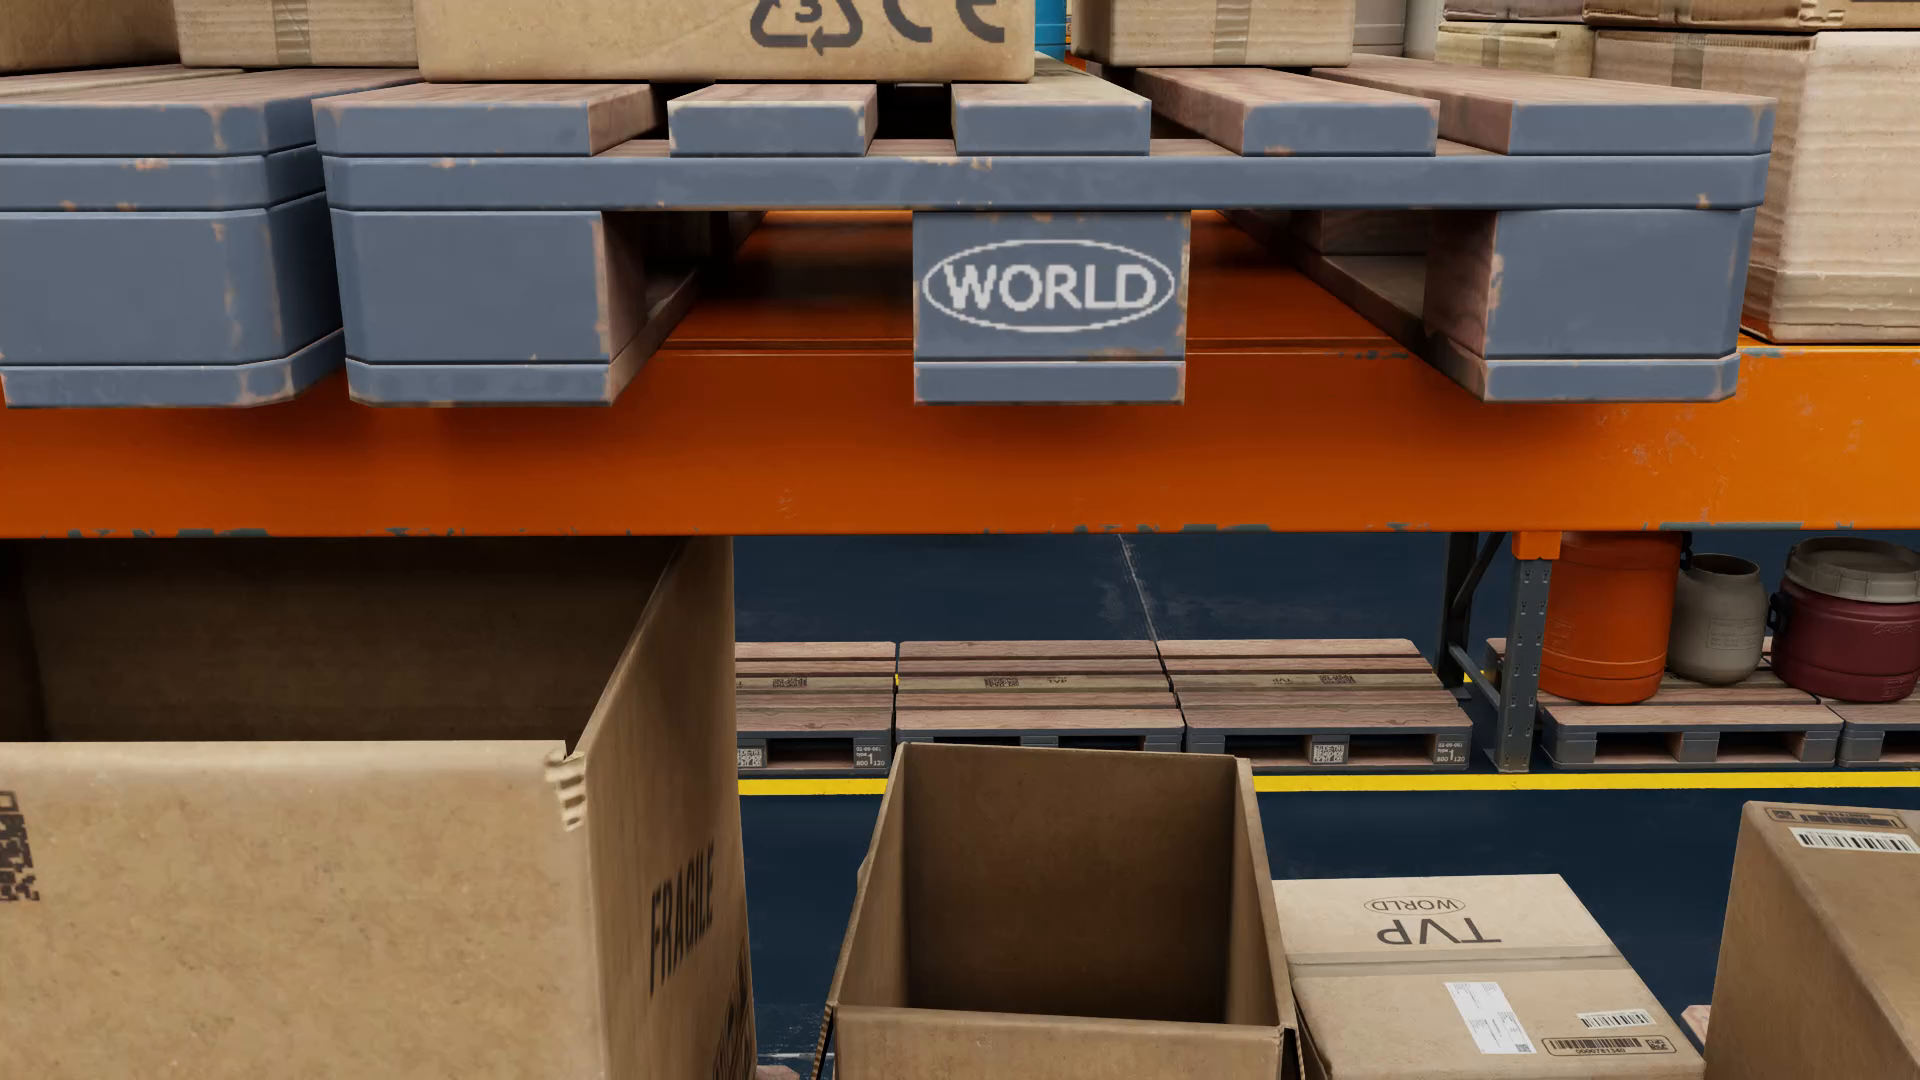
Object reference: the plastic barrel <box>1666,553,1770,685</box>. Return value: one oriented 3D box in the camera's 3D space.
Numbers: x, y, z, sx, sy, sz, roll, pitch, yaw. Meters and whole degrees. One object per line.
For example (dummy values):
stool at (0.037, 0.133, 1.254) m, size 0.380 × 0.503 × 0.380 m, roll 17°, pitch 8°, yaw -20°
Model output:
plastic barrel at (3.370, 0.351, 7.428) m, size 0.421 × 0.512 × 0.421 m, roll 0°, pitch 18°, yaw 0°

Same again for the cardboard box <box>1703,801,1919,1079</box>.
cardboard box at (1.300, 0.717, 2.050) m, size 0.500 × 0.500 × 0.700 m, roll 2°, pitch 18°, yaw 7°

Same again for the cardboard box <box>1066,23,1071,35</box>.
cardboard box at (0.864, -5.131, 16.019) m, size 0.637 × 0.503 × 0.797 m, roll 2°, pitch 18°, yaw 7°

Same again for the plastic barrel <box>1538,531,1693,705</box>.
plastic barrel at (2.807, 0.230, 7.286) m, size 0.708 × 0.830 × 0.600 m, roll 0°, pitch 18°, yaw -1°

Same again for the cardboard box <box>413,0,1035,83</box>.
cardboard box at (-0.190, -0.718, 1.609) m, size 0.637 × 0.503 × 0.797 m, roll 0°, pitch 18°, yaw 1°

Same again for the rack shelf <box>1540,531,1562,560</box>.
rack shelf at (4.317, -0.263, 7.135) m, size 4.000 × 0.370 × 1.077 m, roll 0°, pitch 18°, yaw -1°

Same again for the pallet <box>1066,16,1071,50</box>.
pallet at (0.448, -3.411, 11.167) m, size 1.213 × 0.211 × 1.003 m, roll 1°, pitch 18°, yaw 2°

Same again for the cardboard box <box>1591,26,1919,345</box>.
cardboard box at (0.926, -0.355, 1.578) m, size 0.500 × 0.250 × 0.500 m, roll 0°, pitch 18°, yaw 1°

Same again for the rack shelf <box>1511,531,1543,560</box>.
rack shelf at (0.318, -0.244, 7.075) m, size 4.000 × 0.370 × 1.077 m, roll 0°, pitch 18°, yaw -1°

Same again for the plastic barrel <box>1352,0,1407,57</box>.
plastic barrel at (1.493, -2.325, 6.655) m, size 0.600 × 0.901 × 0.600 m, roll 0°, pitch 18°, yaw 0°

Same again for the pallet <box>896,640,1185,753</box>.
pallet at (0.326, 0.729, 7.431) m, size 1.213 × 0.211 × 1.003 m, roll 0°, pitch 18°, yaw -1°

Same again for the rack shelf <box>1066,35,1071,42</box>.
rack shelf at (0.162, -4.698, 16.049) m, size 4.000 × 0.370 × 1.077 m, roll 0°, pitch 18°, yaw -1°

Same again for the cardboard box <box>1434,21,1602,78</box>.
cardboard box at (0.895, -0.508, 2.055) m, size 0.500 × 0.250 × 0.500 m, roll 0°, pitch 18°, yaw 0°

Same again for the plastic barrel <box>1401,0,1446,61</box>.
plastic barrel at (2.002, -2.170, 6.807) m, size 0.421 × 0.512 × 0.421 m, roll 0°, pitch 18°, yaw 0°

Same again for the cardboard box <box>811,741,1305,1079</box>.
cardboard box at (0.128, 0.650, 2.254) m, size 0.637 × 0.503 × 0.797 m, roll 2°, pitch 18°, yaw 5°

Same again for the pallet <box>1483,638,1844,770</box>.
pallet at (3.105, 0.715, 7.473) m, size 1.213 × 0.211 × 1.003 m, roll 0°, pitch 18°, yaw -1°

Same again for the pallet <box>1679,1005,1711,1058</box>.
pallet at (1.685, 1.044, 2.197) m, size 1.003 × 0.211 × 1.213 m, roll 0°, pitch 18°, yaw -1°

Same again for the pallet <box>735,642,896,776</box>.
pallet at (-0.897, 0.735, 7.410) m, size 1.213 × 0.211 × 1.003 m, roll 0°, pitch 18°, yaw -1°

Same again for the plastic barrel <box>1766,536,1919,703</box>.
plastic barrel at (3.936, 0.339, 7.340) m, size 0.708 × 0.588 × 0.600 m, roll 0°, pitch 18°, yaw -1°

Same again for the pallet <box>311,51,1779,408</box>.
pallet at (0.052, -0.379, 1.716) m, size 1.003 × 0.211 × 1.213 m, roll 0°, pitch 18°, yaw -1°

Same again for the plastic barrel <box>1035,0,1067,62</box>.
plastic barrel at (0.131, -2.319, 6.634) m, size 0.708 × 0.901 × 0.600 m, roll 0°, pitch 18°, yaw -1°

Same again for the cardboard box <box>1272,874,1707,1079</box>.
cardboard box at (0.716, 0.726, 2.432) m, size 0.500 × 0.250 × 0.500 m, roll -1°, pitch 18°, yaw -2°

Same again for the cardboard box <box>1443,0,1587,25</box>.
cardboard box at (0.912, -0.868, 1.949) m, size 0.500 × 0.500 × 0.500 m, roll -1°, pitch 18°, yaw -2°

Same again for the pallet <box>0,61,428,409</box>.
pallet at (-0.985, -0.373, 1.698) m, size 1.003 × 0.211 × 1.213 m, roll 0°, pitch 18°, yaw -1°

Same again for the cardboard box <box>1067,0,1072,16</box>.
cardboard box at (0.694, -3.639, 11.129) m, size 0.500 × 0.250 × 0.500 m, roll -1°, pitch 18°, yaw -2°

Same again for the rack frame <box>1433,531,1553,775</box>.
rack frame at (2.318, -0.596, 6.995) m, size 0.127 × 3.000 × 1.000 m, roll 0°, pitch 18°, yaw -1°

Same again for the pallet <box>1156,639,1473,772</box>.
pallet at (1.542, 0.724, 7.447) m, size 1.213 × 0.211 × 1.003 m, roll 0°, pitch 18°, yaw -1°

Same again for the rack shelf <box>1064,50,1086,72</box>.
rack shelf at (0.243, -3.185, 11.333) m, size 4.000 × 0.370 × 1.077 m, roll 0°, pitch 18°, yaw -1°

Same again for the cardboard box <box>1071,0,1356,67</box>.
cardboard box at (0.270, -0.621, 1.856) m, size 0.250 × 0.166 × 0.380 m, roll -1°, pitch 18°, yaw -2°

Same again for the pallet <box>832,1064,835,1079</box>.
pallet at (0.417, 1.030, 2.240) m, size 1.213 × 0.211 × 1.003 m, roll 0°, pitch 18°, yaw -1°

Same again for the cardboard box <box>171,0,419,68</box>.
cardboard box at (-0.665, -0.664, 1.827) m, size 0.258 × 0.266 × 0.396 m, roll 0°, pitch 18°, yaw 1°

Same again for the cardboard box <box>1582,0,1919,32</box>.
cardboard box at (0.915, -0.715, 1.474) m, size 0.500 × 0.500 × 0.500 m, roll 0°, pitch 18°, yaw 0°

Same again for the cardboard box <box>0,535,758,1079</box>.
cardboard box at (-0.807, 0.489, 1.942) m, size 1.000 × 1.000 × 1.000 m, roll 0°, pitch 18°, yaw 0°

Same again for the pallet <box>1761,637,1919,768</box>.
pallet at (4.322, 0.710, 7.488) m, size 1.213 × 0.211 × 1.003 m, roll 0°, pitch 18°, yaw -1°

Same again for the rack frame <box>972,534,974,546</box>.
rack frame at (0.077, -0.572, 9.865) m, size 0.006 × 1.200 × 0.240 m, roll 0°, pitch 18°, yaw -1°

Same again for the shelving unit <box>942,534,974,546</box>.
shelving unit at (-0.014, -0.571, 9.864) m, size 0.189 × 1.200 × 0.258 m, roll 0°, pitch 18°, yaw -1°

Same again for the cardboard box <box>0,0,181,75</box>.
cardboard box at (-1.132, -0.714, 1.594) m, size 0.637 × 0.503 × 0.797 m, roll -1°, pitch 18°, yaw -4°

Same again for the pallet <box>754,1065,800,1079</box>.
pallet at (-0.837, 1.068, 2.122) m, size 1.213 × 0.211 × 1.003 m, roll 0°, pitch 18°, yaw -1°
